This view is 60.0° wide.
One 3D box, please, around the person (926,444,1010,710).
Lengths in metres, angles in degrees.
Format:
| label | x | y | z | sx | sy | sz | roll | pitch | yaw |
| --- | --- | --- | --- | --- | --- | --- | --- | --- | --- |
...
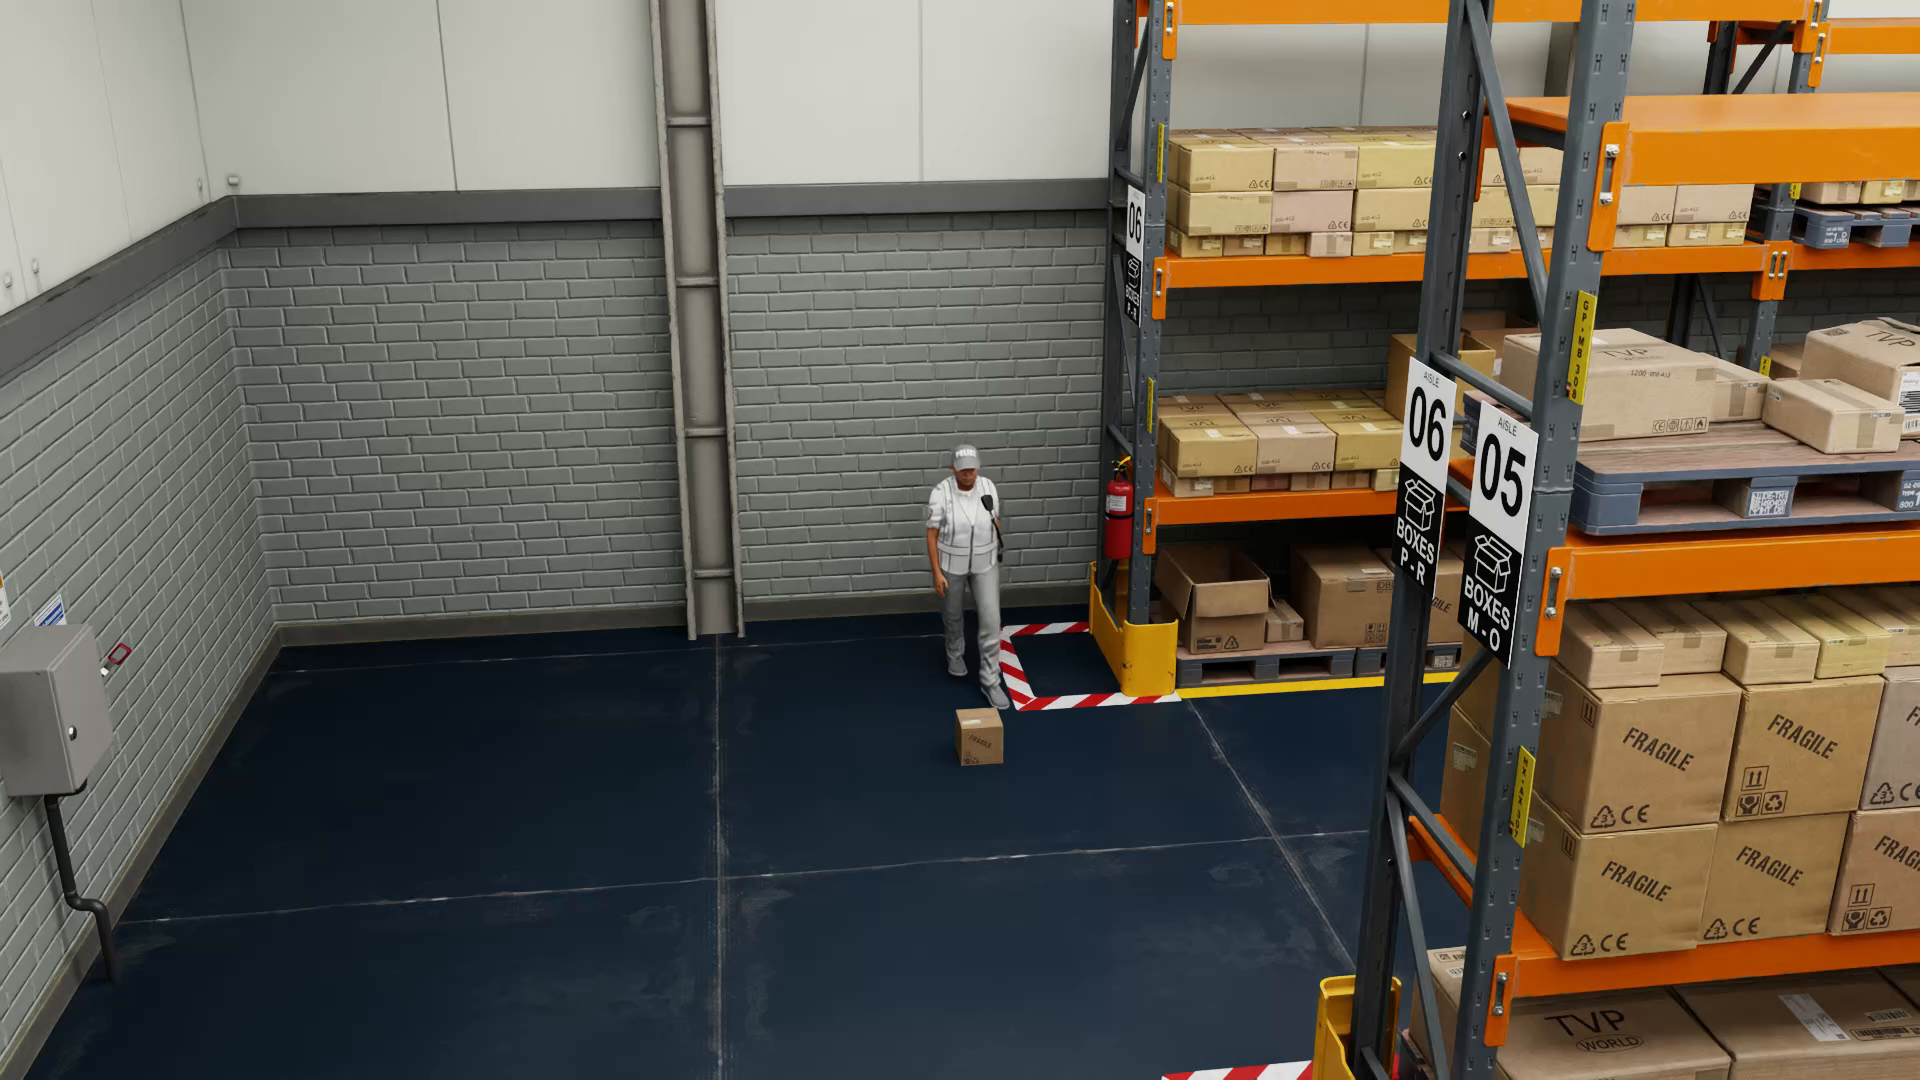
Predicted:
| label | x | y | z | sx | sy | sz | roll | pitch | yaw |
| --- | --- | --- | --- | --- | --- | --- | --- | --- | --- |
| person | 0.034 | 0.182 | 10.548 | 0.496 | 1.636 | 0.808 | -3 | 20 | -7 |
